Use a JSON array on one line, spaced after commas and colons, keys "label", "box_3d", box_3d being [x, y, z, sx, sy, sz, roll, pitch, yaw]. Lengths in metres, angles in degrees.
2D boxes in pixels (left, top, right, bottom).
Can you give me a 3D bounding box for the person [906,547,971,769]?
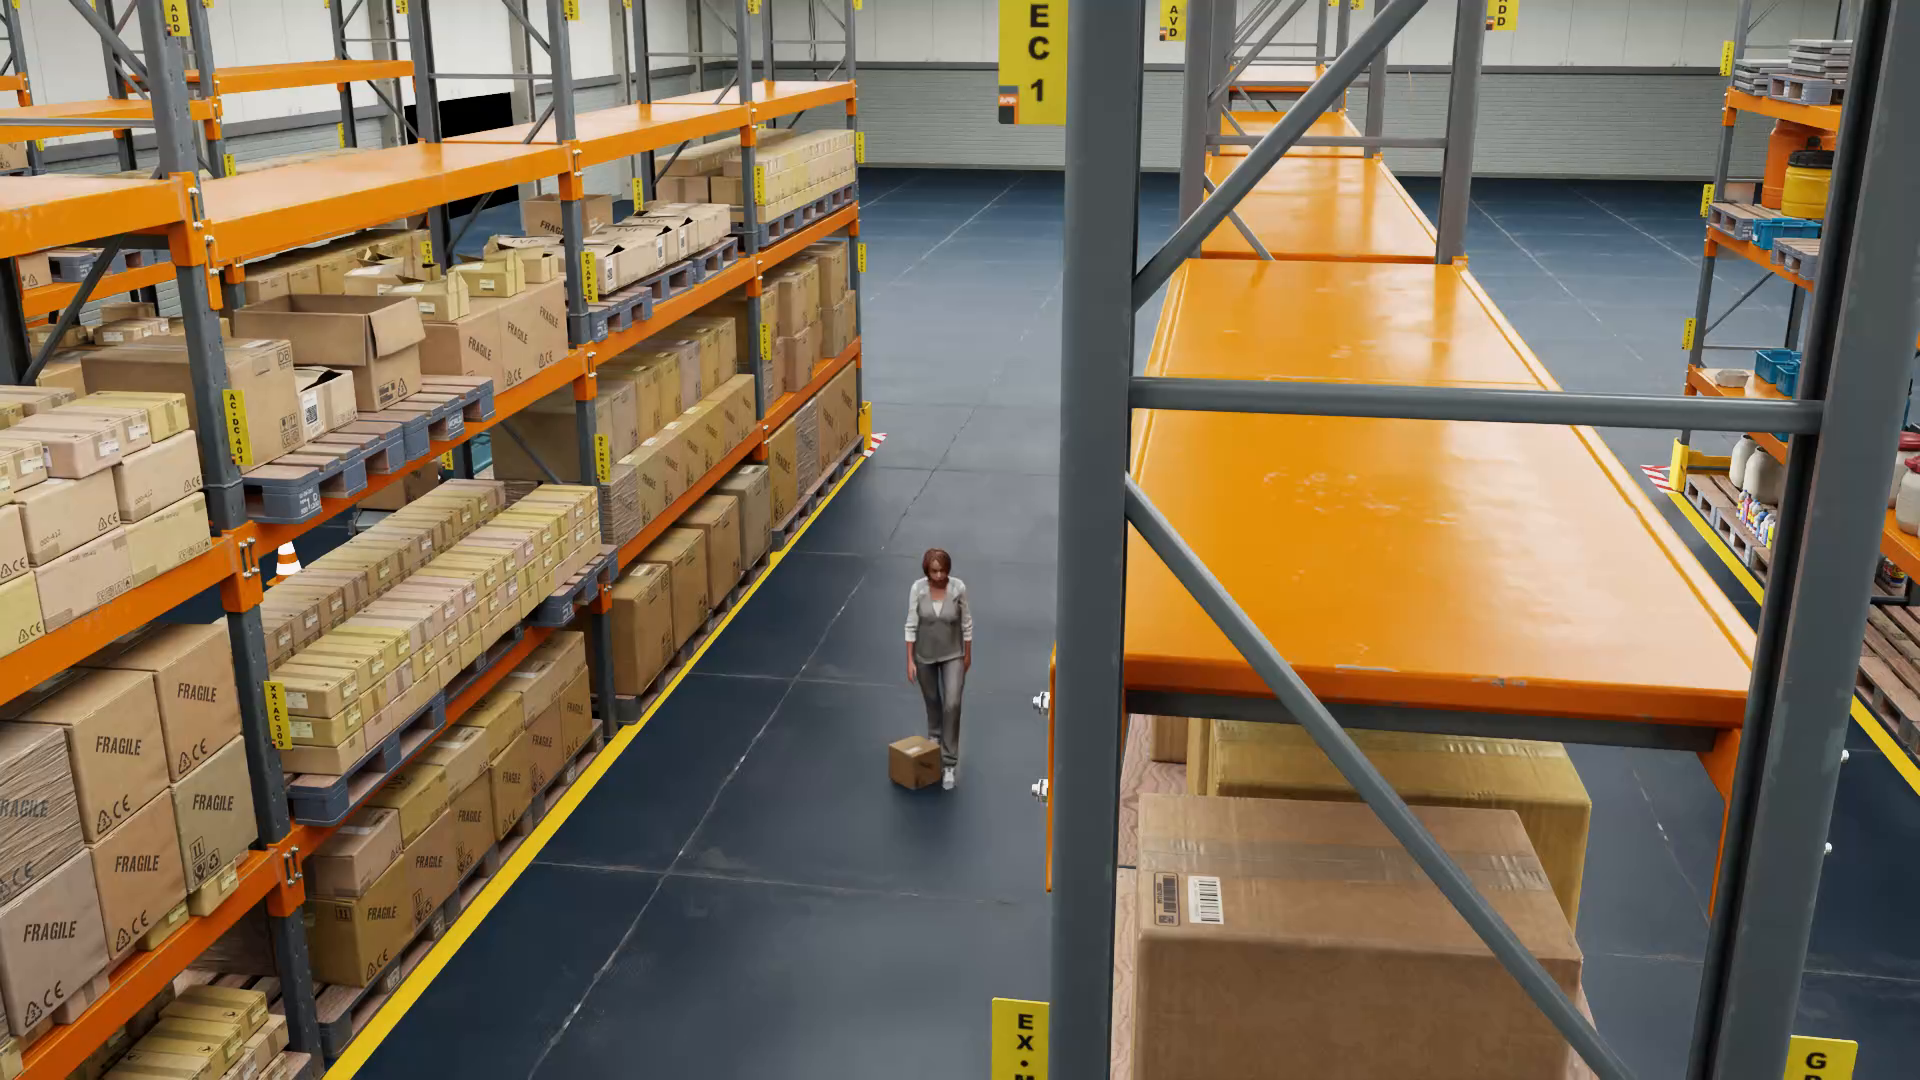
[{"label": "person", "box_3d": [-0.134, 0.724, 11.099, 0.419, 1.485, 0.609, 2, 18, 5]}]
